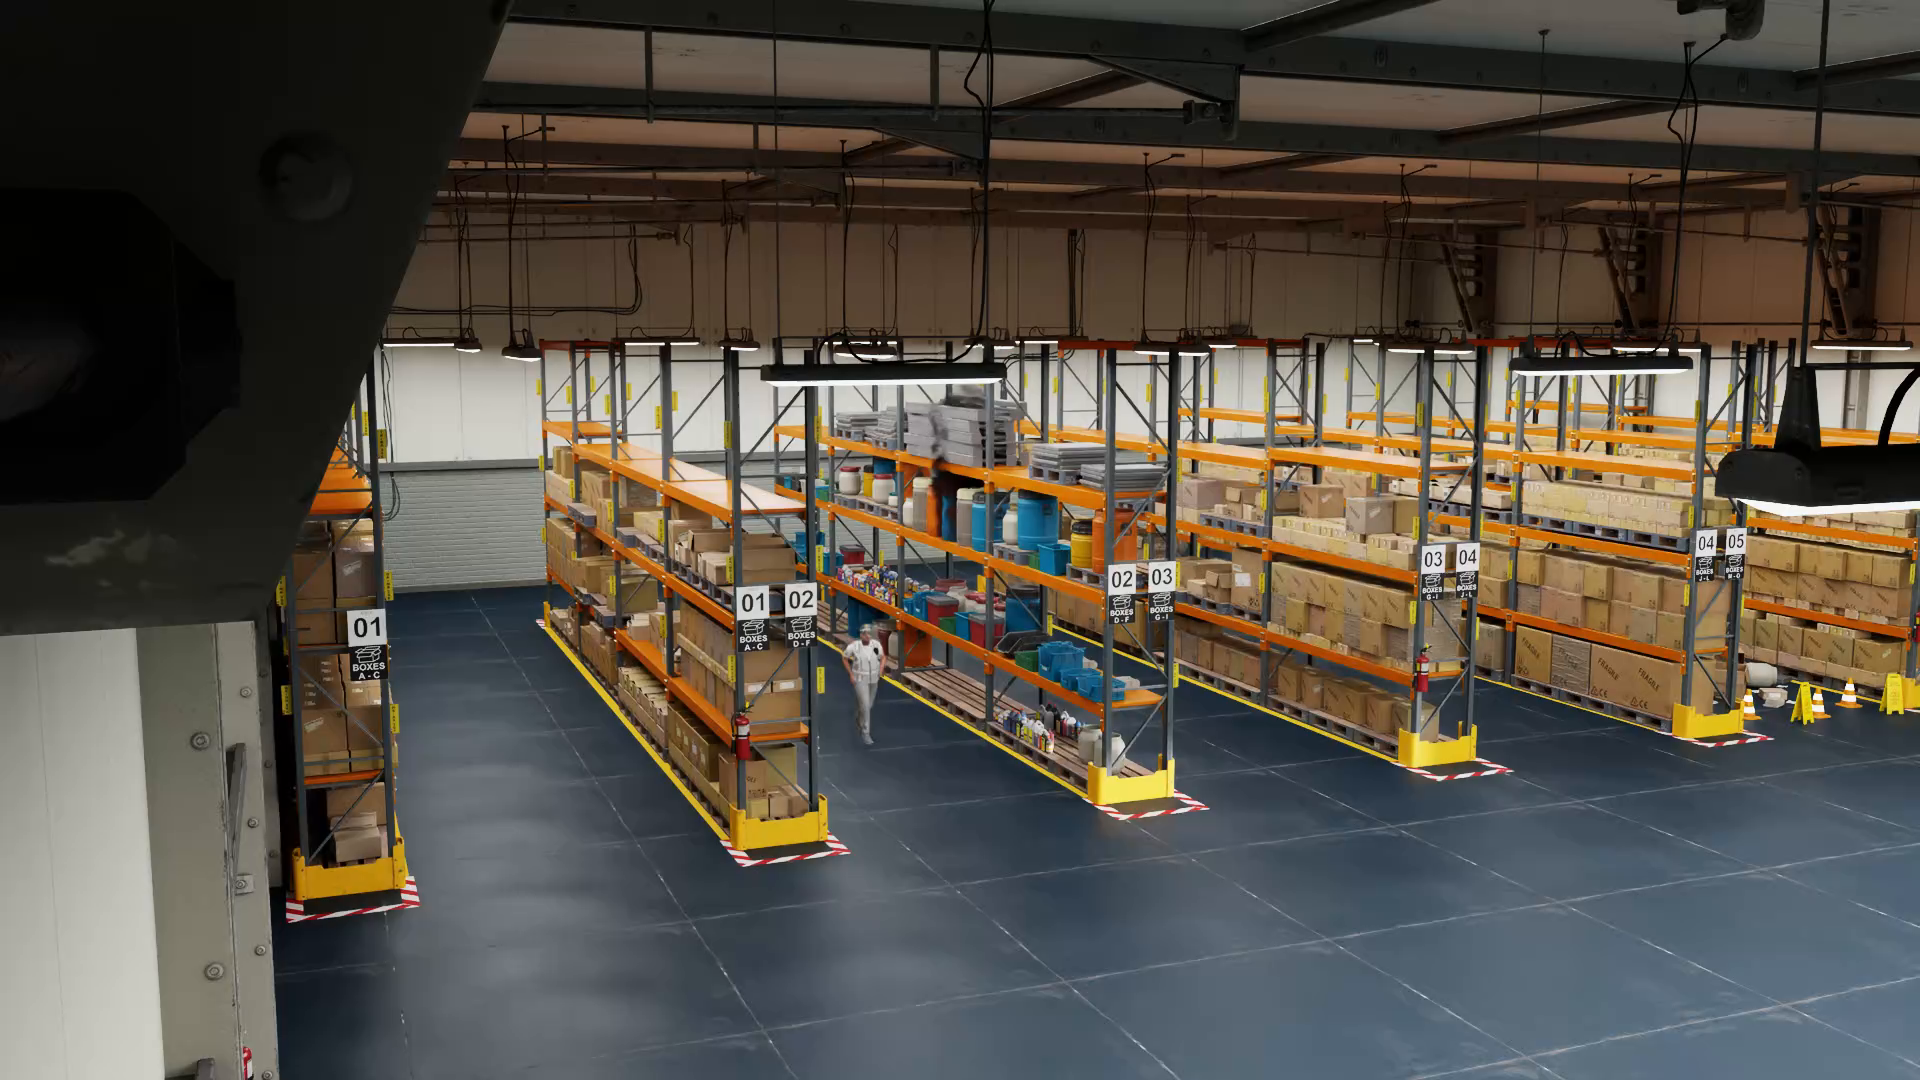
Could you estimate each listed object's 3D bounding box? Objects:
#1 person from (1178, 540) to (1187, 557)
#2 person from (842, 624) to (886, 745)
[{"bbox_3d":[5.614,0.174,41.740,0.659,1.541,0.592,1,7,7],"label":"person"},{"bbox_3d":[-1.455,2.147,25.445,0.657,1.815,0.859,-4,8,-27],"label":"person"}]
